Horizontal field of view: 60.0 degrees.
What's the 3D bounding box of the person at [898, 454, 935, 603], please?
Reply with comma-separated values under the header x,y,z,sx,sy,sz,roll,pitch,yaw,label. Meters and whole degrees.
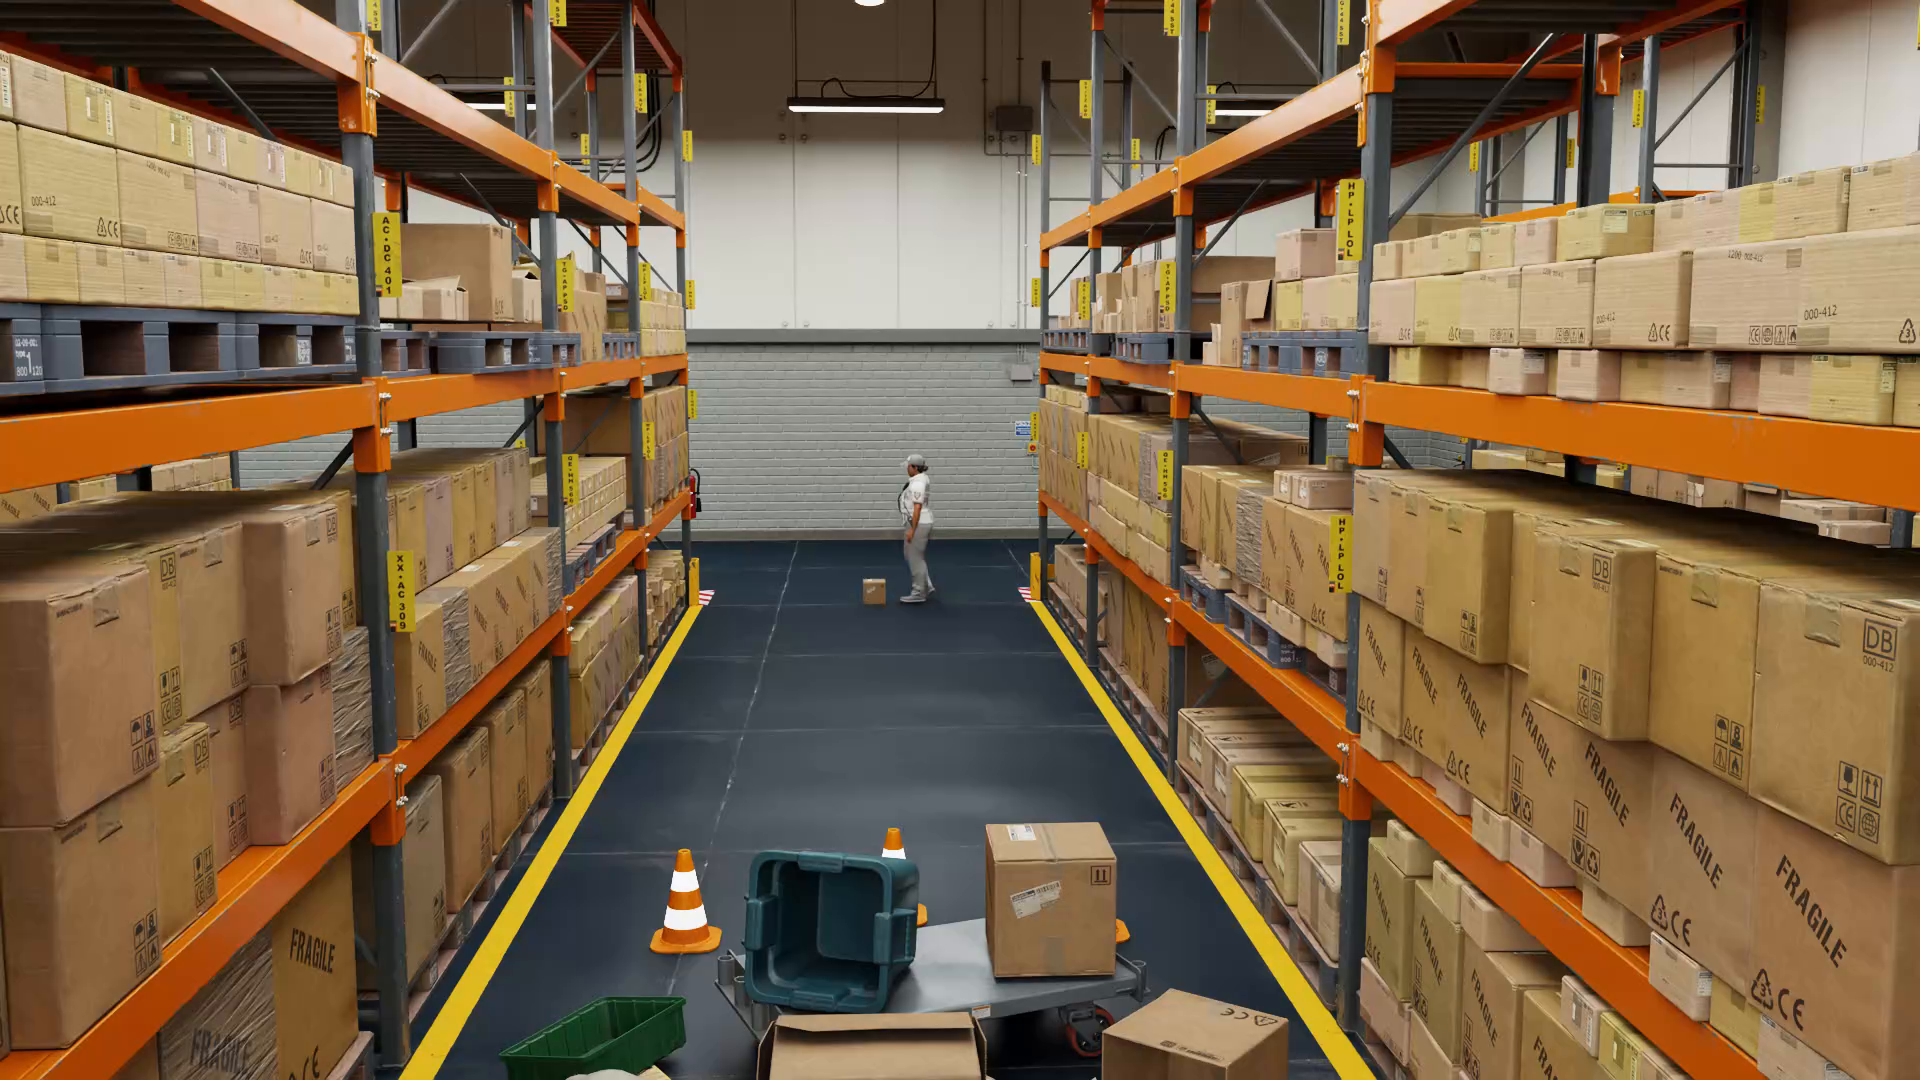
x,y,z,sx,sy,sz,roll,pitch,yaw,label
-0.489,-0.112,18.726,0.393,1.718,0.516,0,7,4,person
